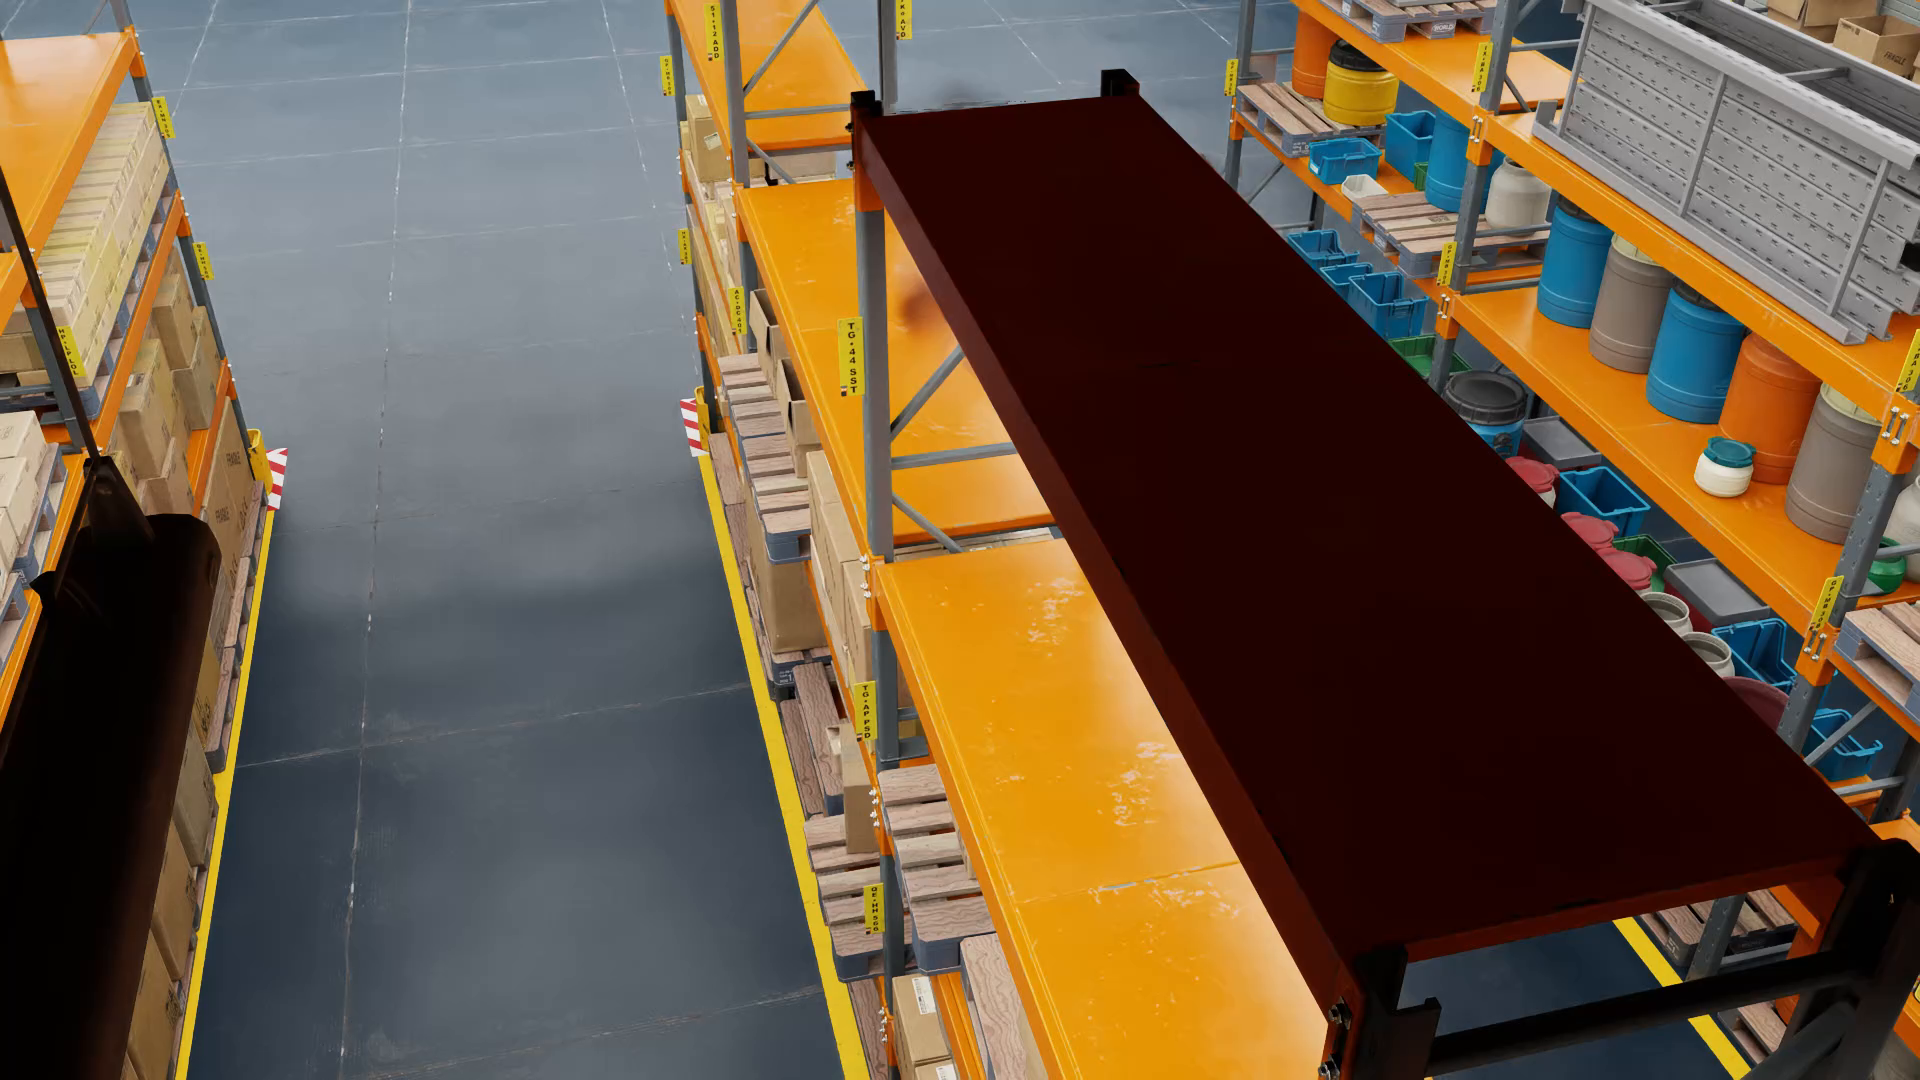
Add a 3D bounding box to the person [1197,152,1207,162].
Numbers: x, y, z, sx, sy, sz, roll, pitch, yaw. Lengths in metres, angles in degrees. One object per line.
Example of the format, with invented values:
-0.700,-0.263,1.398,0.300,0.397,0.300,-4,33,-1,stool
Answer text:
2.466,-3.300,17.480,0.857,1.613,0.559,14,37,19,person
